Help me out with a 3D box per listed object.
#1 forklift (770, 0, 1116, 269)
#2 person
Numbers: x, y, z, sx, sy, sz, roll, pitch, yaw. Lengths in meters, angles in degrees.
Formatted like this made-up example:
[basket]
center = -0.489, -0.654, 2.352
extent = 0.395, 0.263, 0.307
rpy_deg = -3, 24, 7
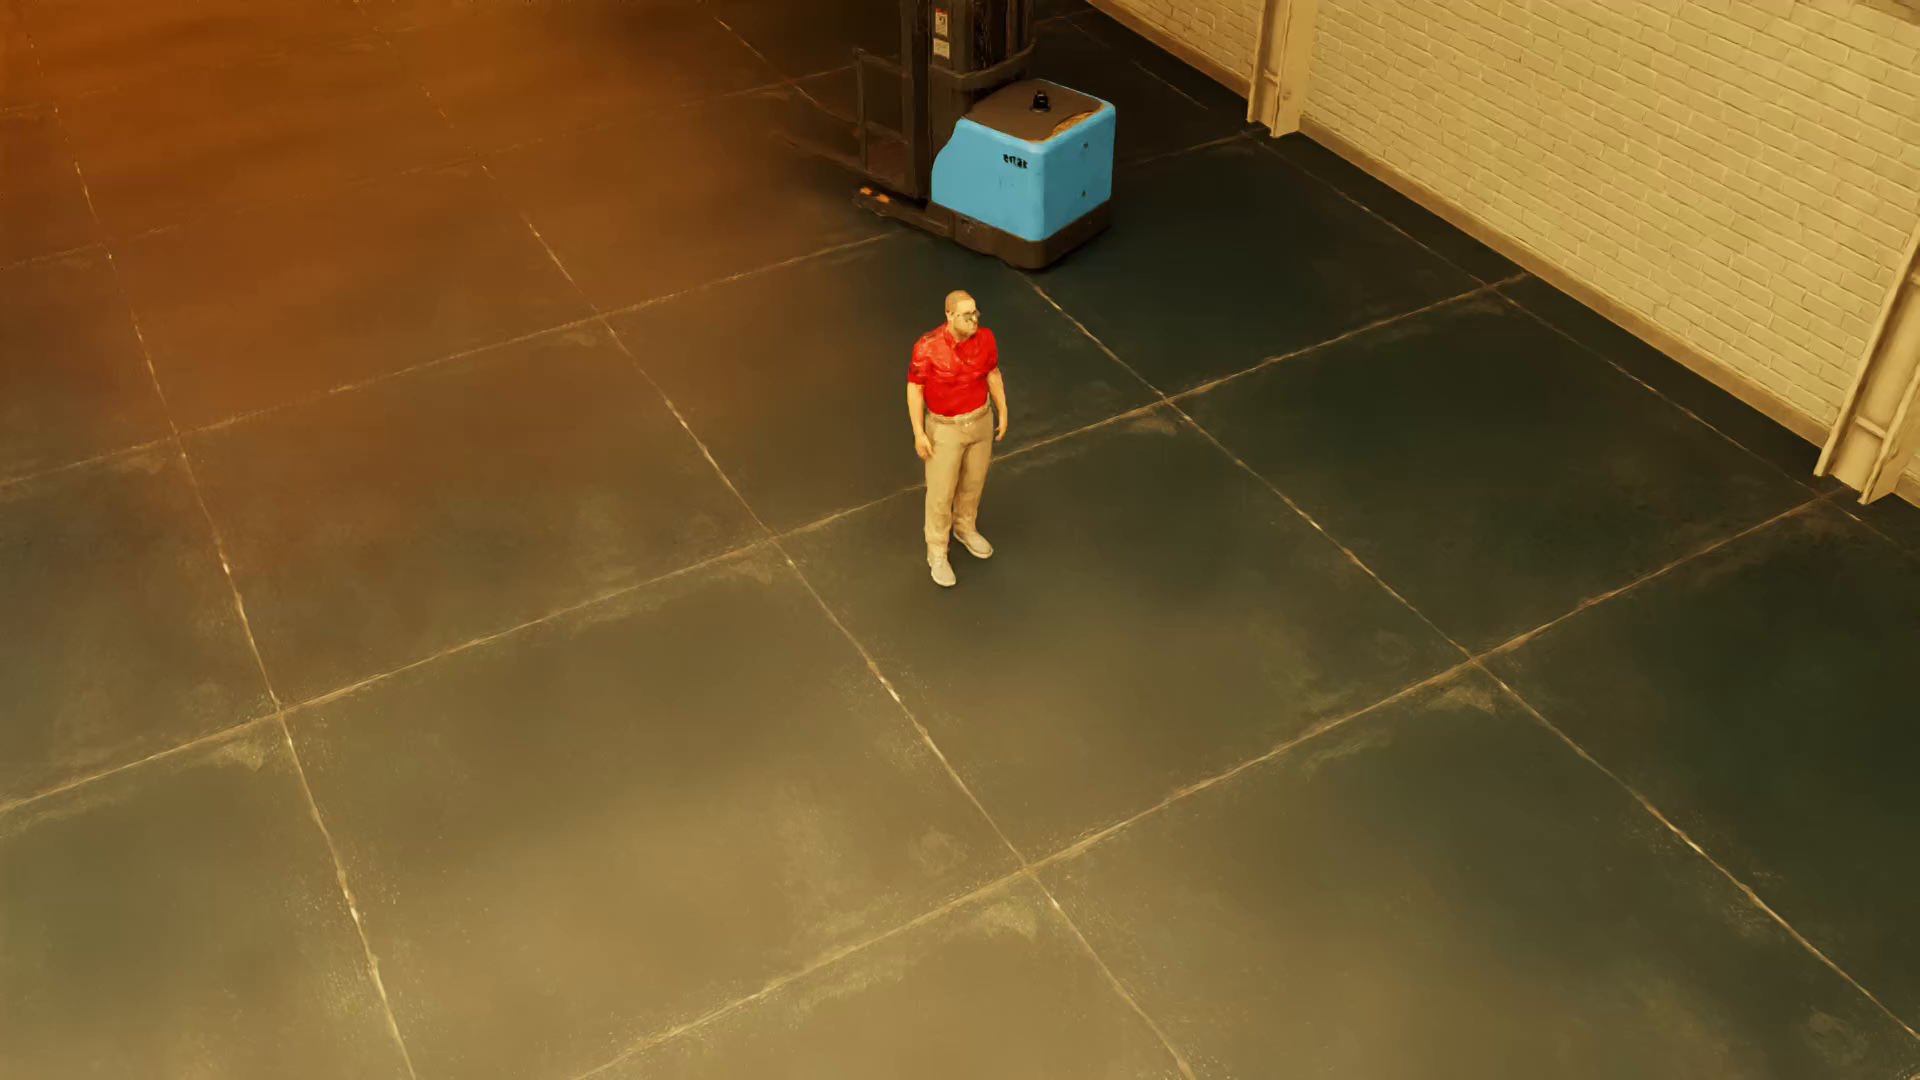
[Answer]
[forklift]
center = -0.247, -3.989, 12.846
extent = 3.031, 2.935, 1.130
rpy_deg = 28, 47, 30
[person]
center = 0.035, -0.617, 9.711
extent = 0.640, 1.726, 0.550
rpy_deg = -20, 44, -23
